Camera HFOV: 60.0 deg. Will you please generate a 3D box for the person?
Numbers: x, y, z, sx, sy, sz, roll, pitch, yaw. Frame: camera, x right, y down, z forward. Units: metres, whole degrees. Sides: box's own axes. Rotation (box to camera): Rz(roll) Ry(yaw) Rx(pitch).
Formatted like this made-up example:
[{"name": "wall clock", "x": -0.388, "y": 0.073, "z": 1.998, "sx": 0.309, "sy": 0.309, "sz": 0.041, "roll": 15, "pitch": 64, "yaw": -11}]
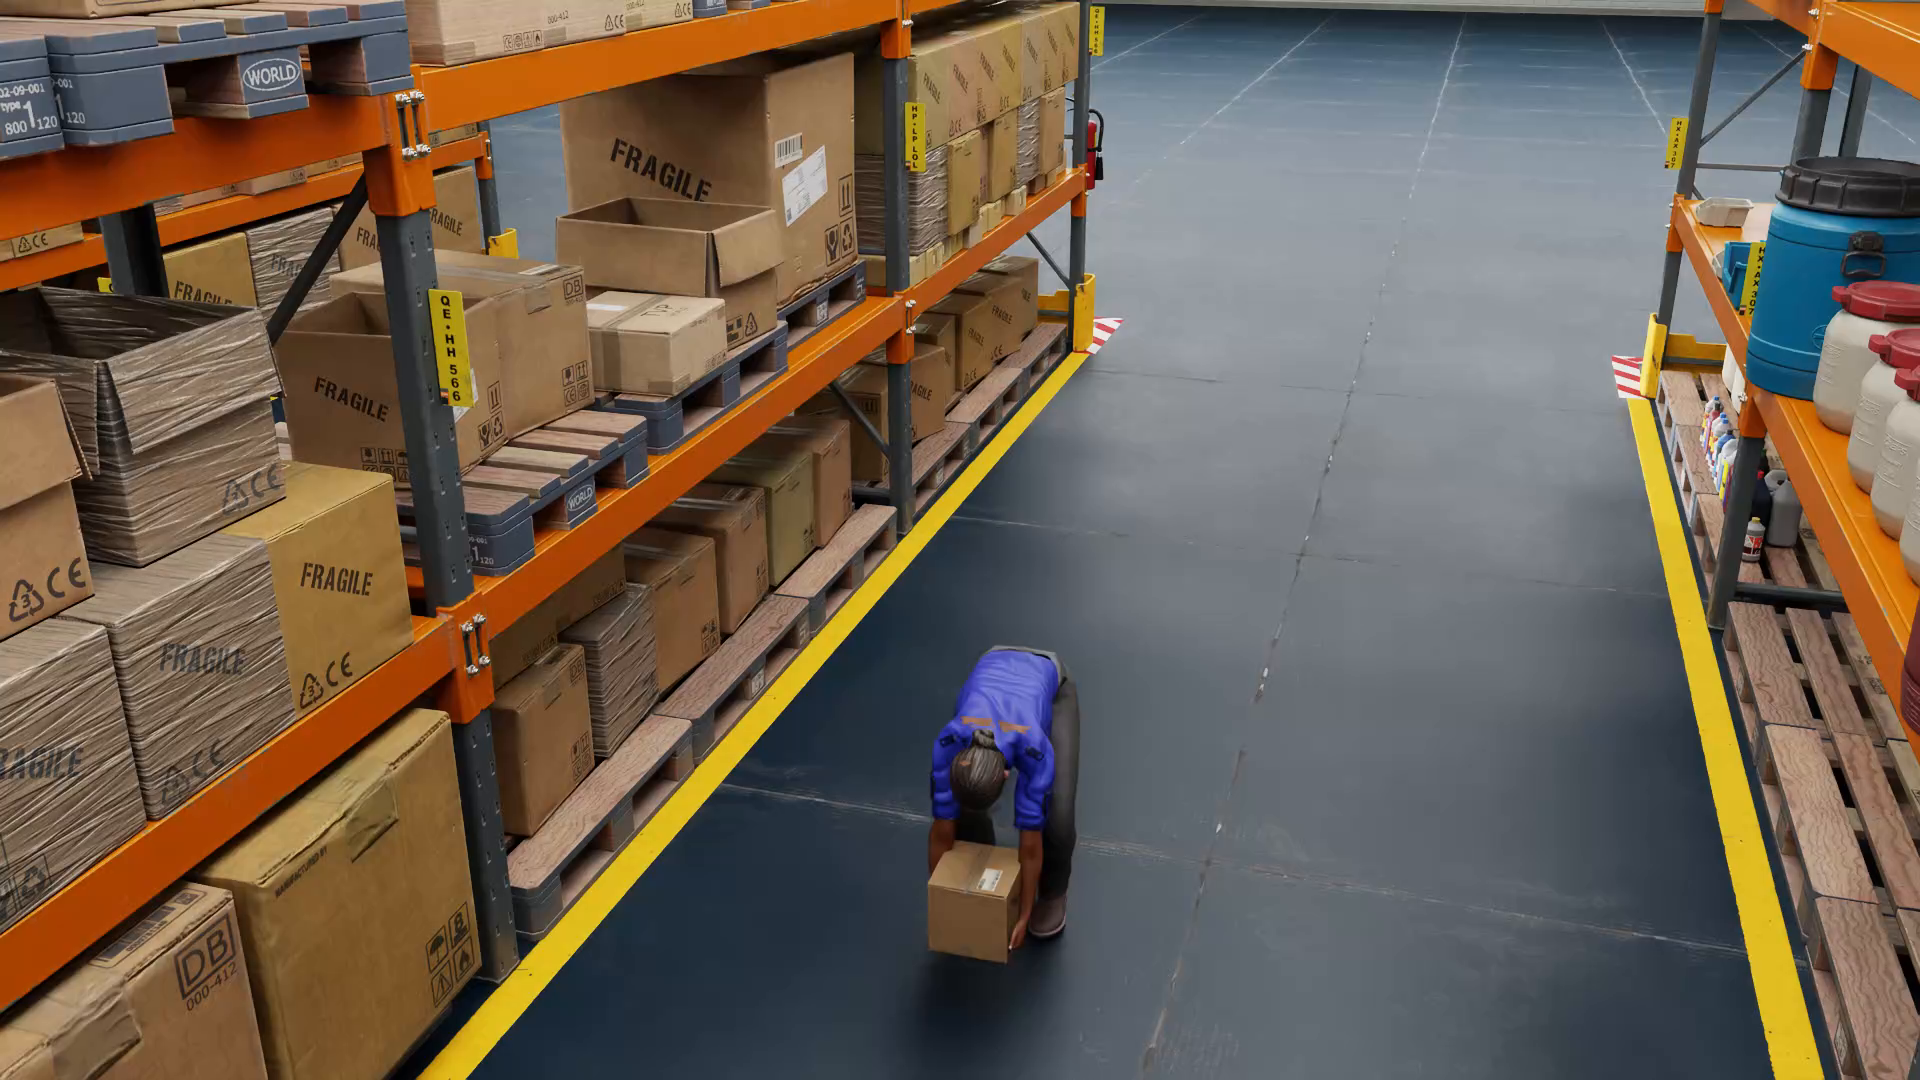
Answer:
[{"name": "person", "x": 0.138, "y": 0.855, "z": 5.311, "sx": 0.434, "sy": 0.899, "sz": 0.877, "roll": 6, "pitch": 23, "yaw": 13}]
